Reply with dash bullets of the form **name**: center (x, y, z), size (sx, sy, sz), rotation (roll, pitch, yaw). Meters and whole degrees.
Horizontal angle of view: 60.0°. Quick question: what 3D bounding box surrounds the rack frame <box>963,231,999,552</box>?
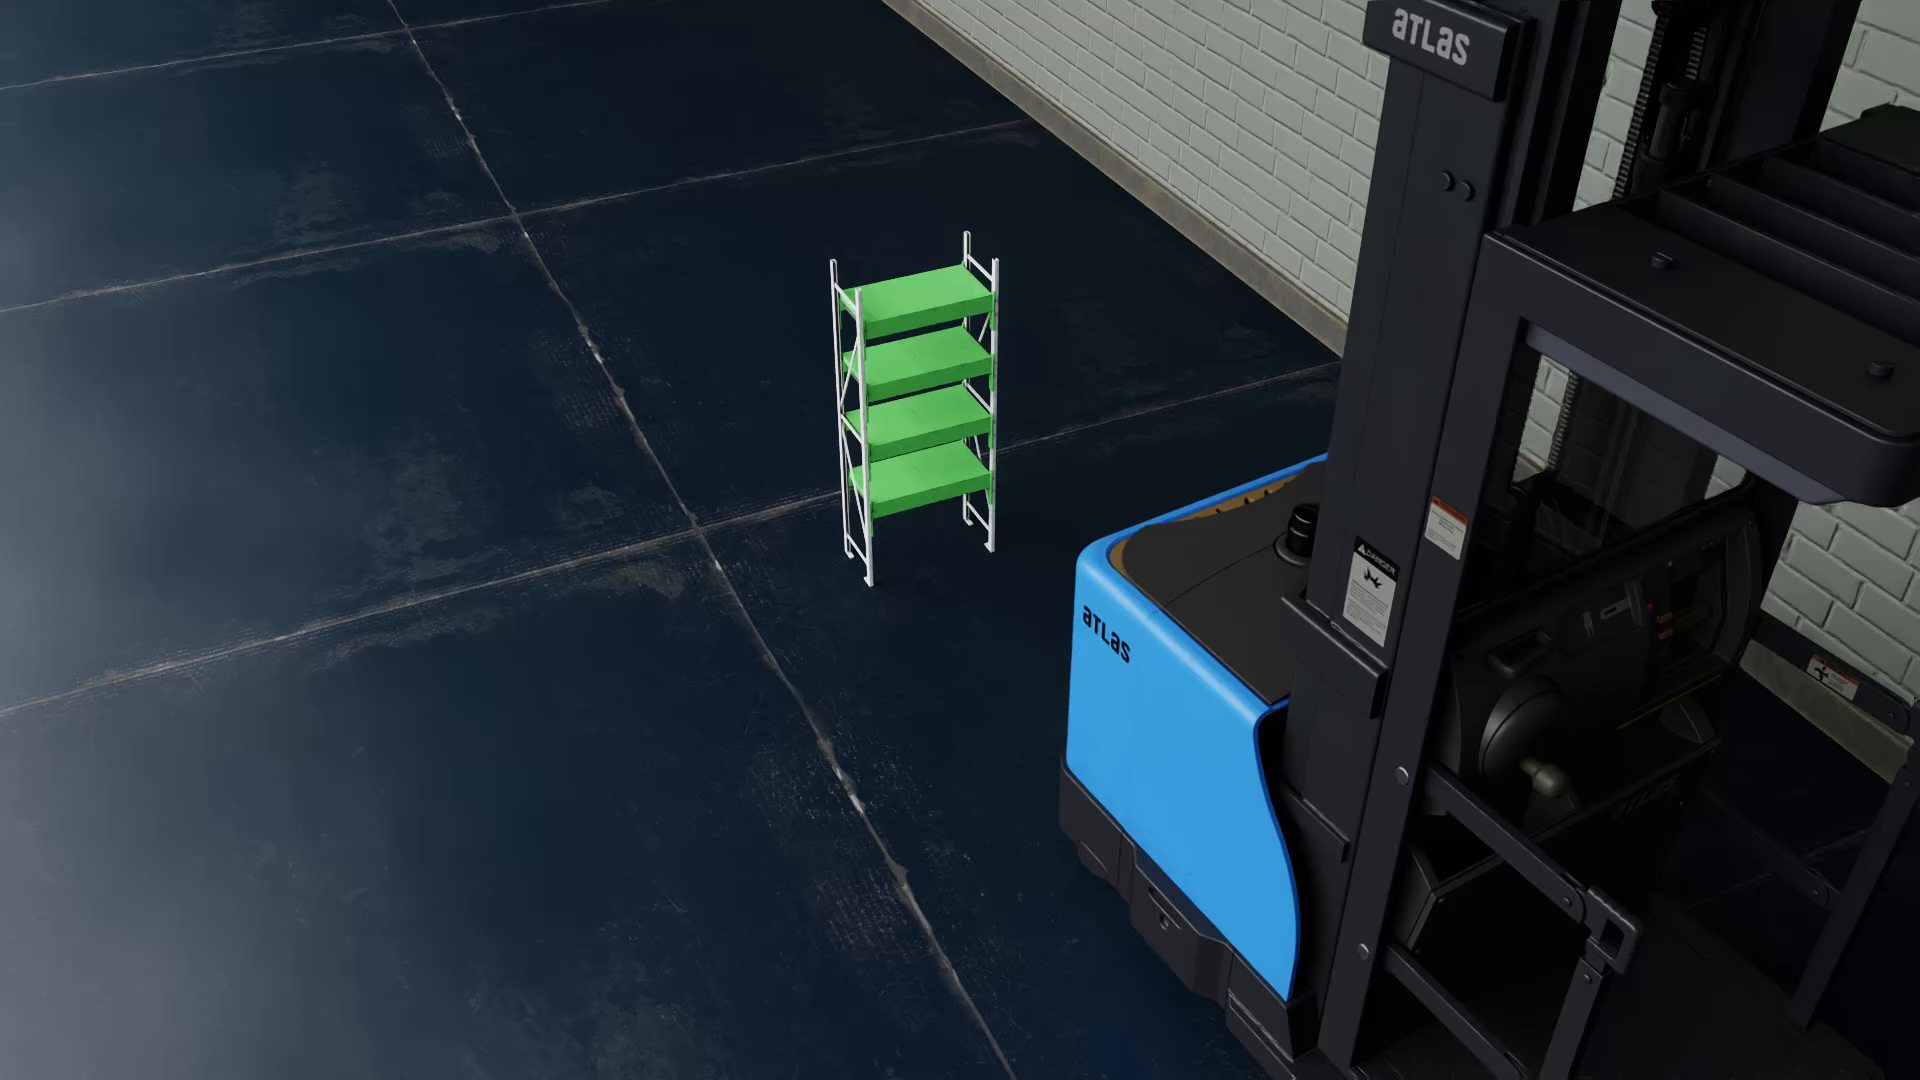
- **rack frame**: center (0.071, -0.502, 5.919), size (0.015, 1.200, 0.240), rotation (-16, 39, -20)

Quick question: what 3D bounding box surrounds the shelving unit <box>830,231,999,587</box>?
- **shelving unit**: center (-0.150, -0.440, 5.836), size (0.503, 1.200, 0.258), rotation (-16, 39, -20)

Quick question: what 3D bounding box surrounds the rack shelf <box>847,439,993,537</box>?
- **rack shelf**: center (-0.150, -0.196, 6.017), size (0.480, 0.148, 0.258), rotation (-16, 39, -20)

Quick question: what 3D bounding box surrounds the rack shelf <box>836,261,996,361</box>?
- **rack shelf**: center (-0.150, -0.774, 5.588), size (0.480, 0.148, 0.258), rotation (-16, 39, -20)

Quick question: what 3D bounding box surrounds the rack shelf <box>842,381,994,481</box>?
- **rack shelf**: center (-0.150, -0.389, 5.874), size (0.480, 0.148, 0.258), rotation (-16, 39, -20)

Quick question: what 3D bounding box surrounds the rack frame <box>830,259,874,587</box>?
- **rack frame**: center (-0.371, -0.378, 5.753), size (0.015, 1.200, 0.240), rotation (-16, 39, -20)

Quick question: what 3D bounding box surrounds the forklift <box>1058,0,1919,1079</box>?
- **forklift**: center (1.491, 0.303, 3.381), size (1.130, 2.935, 3.031), rotation (-20, 41, -25)

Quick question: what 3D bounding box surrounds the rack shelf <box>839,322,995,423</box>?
- **rack shelf**: center (-0.150, -0.581, 5.731), size (0.480, 0.148, 0.258), rotation (-16, 39, -20)
